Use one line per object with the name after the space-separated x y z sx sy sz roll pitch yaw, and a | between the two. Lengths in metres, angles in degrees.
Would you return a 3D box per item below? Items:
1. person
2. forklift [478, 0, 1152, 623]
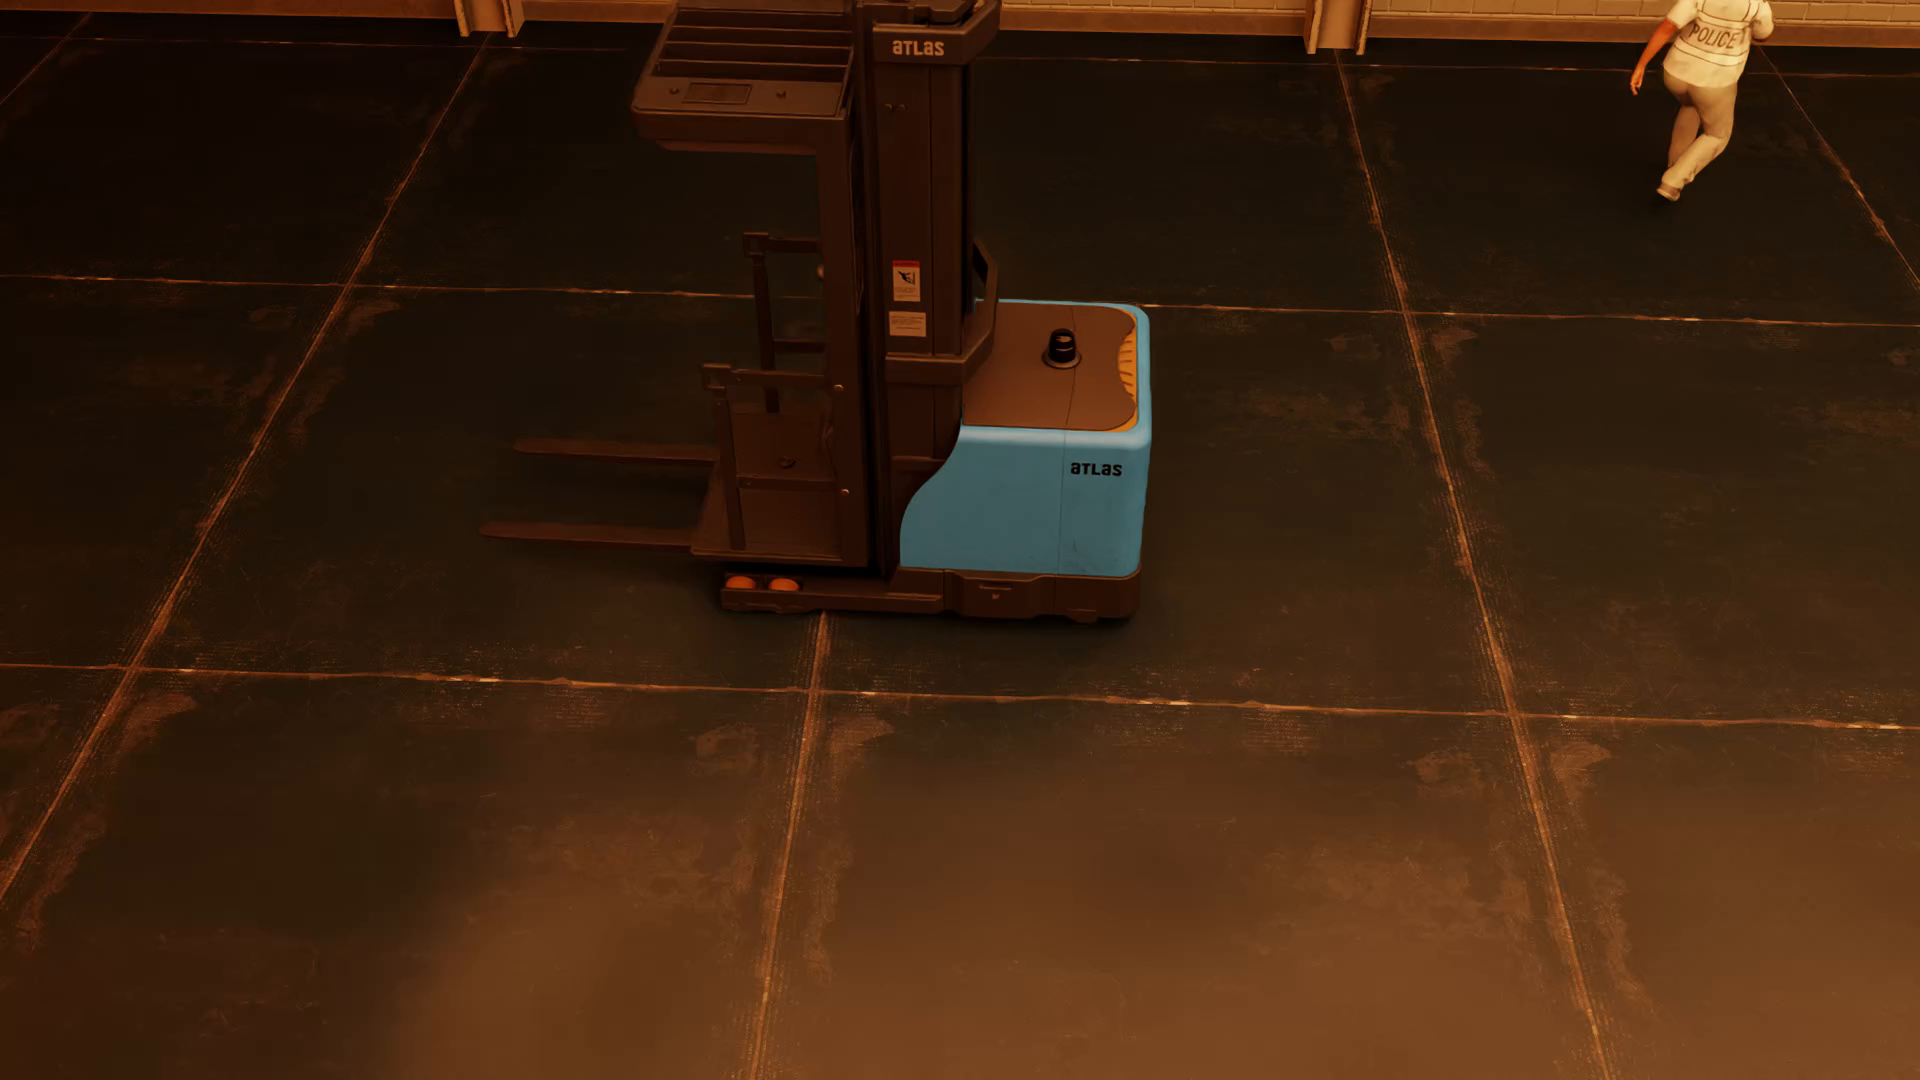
4.372 -2.759 9.784 0.787 1.585 0.529 -33 52 -31 | person
-0.679 -1.101 6.948 3.031 2.935 1.130 3 42 3 | forklift
